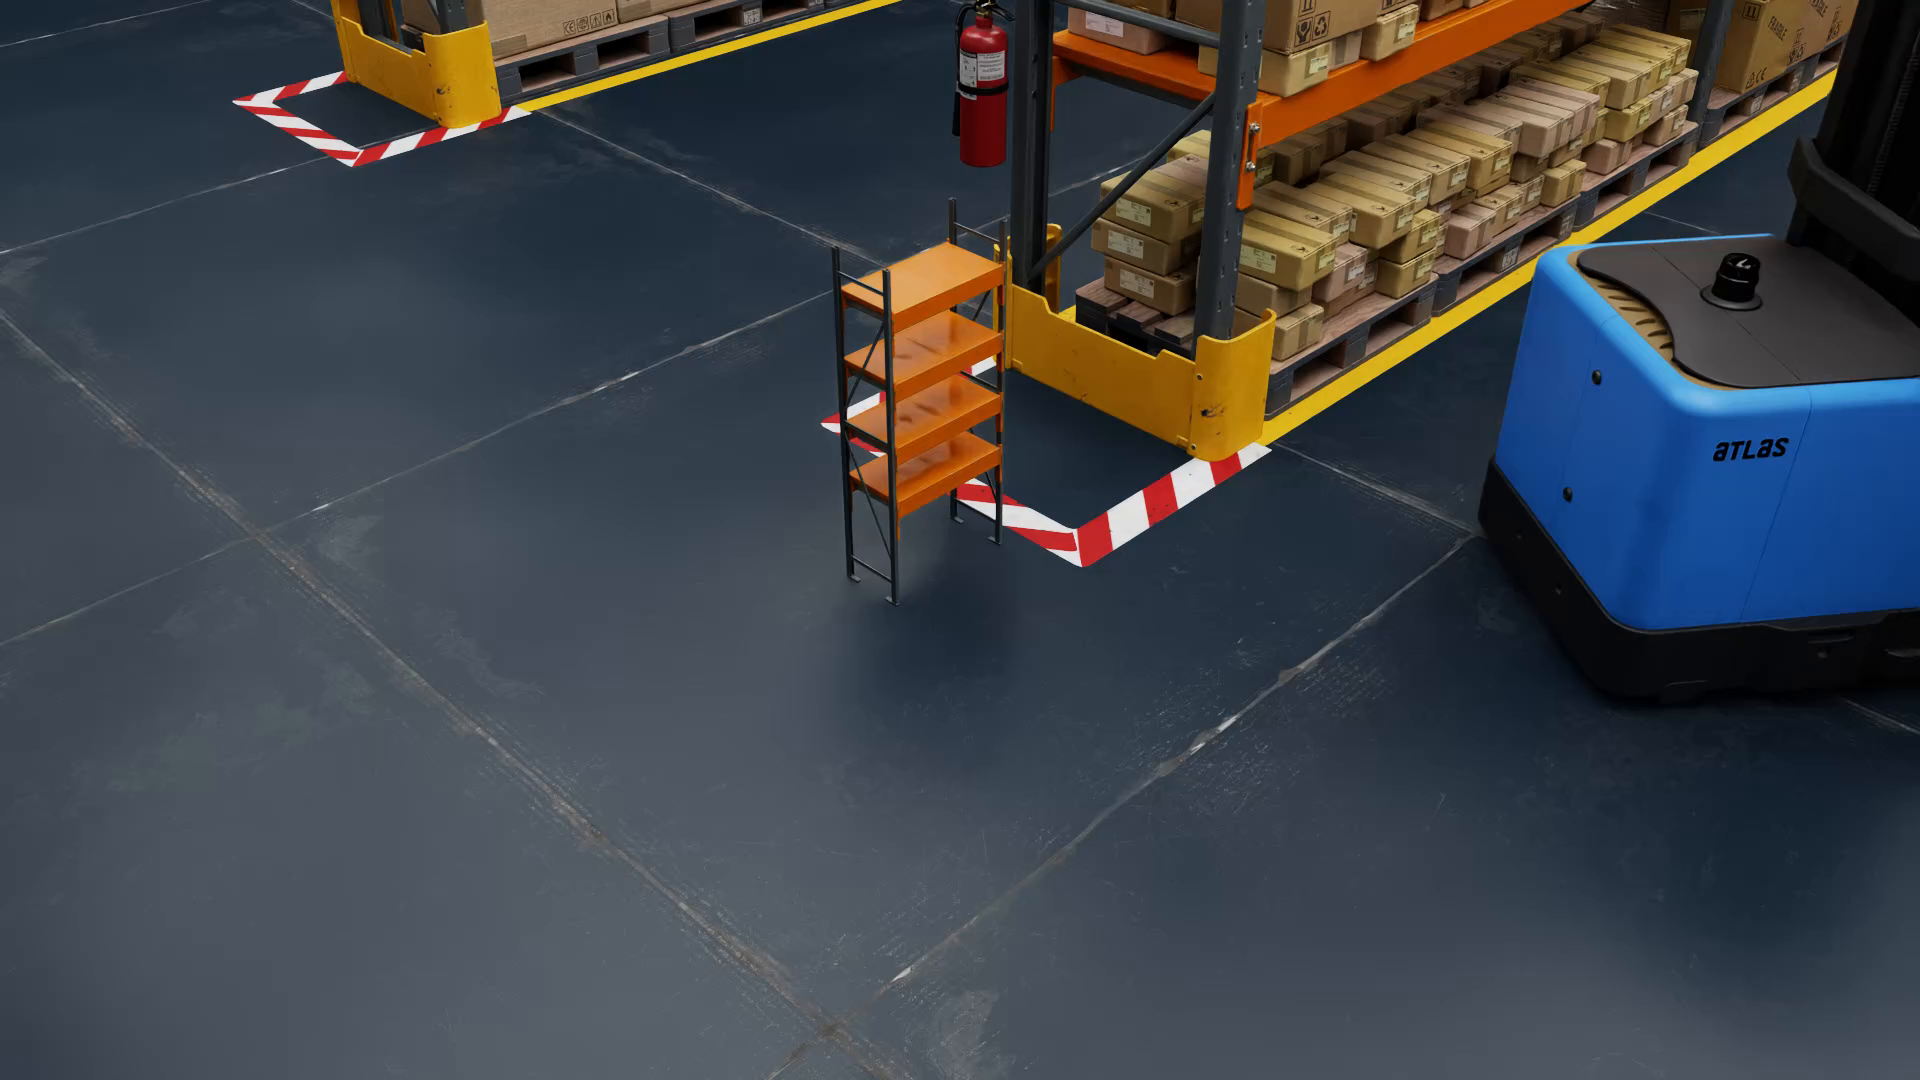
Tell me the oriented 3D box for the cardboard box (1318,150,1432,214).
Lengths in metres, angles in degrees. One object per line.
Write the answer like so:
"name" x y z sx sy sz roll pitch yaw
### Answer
"cardboard box" 1.693 -1.445 6.805 0.380 0.149 0.250 27 43 33

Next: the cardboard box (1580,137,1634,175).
"cardboard box" 2.990 -1.903 7.981 0.380 0.149 0.250 28 44 34

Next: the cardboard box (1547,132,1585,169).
"cardboard box" 2.641 -1.866 7.668 0.250 0.149 0.380 -29 44 -35

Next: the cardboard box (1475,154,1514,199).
"cardboard box" 2.220 -1.674 7.393 0.250 0.149 0.380 -28 43 -34

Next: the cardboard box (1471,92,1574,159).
"cardboard box" 2.475 -1.840 7.371 0.380 0.149 0.250 28 44 34

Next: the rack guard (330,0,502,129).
"rack guard" -3.012 -2.697 9.180 1.175 0.500 0.348 30 45 35

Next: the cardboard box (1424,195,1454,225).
"cardboard box" 1.860 -1.442 7.060 0.380 0.149 0.250 27 43 33

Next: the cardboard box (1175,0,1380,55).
"cardboard box" 1.102 -2.012 5.665 0.500 0.500 0.500 -28 43 -34

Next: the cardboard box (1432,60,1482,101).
"cardboard box" 2.233 -2.196 7.882 0.250 0.149 0.380 -29 44 -35

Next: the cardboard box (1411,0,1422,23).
"cardboard box" 1.513 -2.042 6.275 0.250 0.149 0.380 -28 43 -34

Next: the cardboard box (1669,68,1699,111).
"cardboard box" 3.411 -2.270 8.248 0.250 0.149 0.380 -29 44 -35

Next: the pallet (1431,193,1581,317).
"pallet" 2.100 -1.473 7.678 1.003 0.211 1.213 30 45 35

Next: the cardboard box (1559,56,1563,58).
"cardboard box" 2.925 -2.508 8.589 0.250 0.149 0.380 -28 43 -34

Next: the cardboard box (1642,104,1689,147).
"cardboard box" 3.373 -2.108 8.275 0.250 0.149 0.380 -29 44 -35

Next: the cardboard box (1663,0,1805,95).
"cardboard box" 4.116 -2.741 8.877 0.500 0.500 0.500 -28 44 -34

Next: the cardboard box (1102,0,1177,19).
"cardboard box" 0.723 -2.227 5.973 0.500 0.500 0.500 -29 44 -35

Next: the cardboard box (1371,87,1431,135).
"cardboard box" 1.898 -1.968 7.554 0.250 0.149 0.380 -30 45 -35

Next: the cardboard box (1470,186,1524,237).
"cardboard box" 2.266 -1.498 7.400 0.380 0.149 0.250 30 45 35

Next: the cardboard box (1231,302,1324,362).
"cardboard box" 1.186 -0.864 6.492 0.250 0.149 0.380 -29 44 -35

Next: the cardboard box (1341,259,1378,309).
"cardboard box" 1.482 -1.107 6.840 0.250 0.149 0.380 -29 44 -35

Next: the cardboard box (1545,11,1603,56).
"cardboard box" 3.018 -2.592 8.449 0.250 0.149 0.380 -28 44 -34

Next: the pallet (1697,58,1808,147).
"pallet" 3.955 -2.574 9.257 1.003 0.211 1.213 30 45 35

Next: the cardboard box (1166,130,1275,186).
"cardboard box" 1.092 -1.577 6.994 0.380 0.149 0.250 29 44 34

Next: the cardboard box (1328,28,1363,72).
"cardboard box" 1.200 -1.794 5.920 0.250 0.149 0.380 -28 44 -34

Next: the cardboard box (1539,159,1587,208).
"cardboard box" 2.644 -1.688 7.673 0.380 0.149 0.250 29 44 35

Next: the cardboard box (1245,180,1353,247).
"cardboard box" 1.308 -1.261 6.540 0.250 0.149 0.380 -29 44 -35

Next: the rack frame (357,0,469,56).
"rack frame" -2.995 -3.732 8.478 1.000 3.000 0.127 30 45 35

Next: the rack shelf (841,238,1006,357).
"rack shelf" -0.117 -0.747 5.086 0.258 0.148 0.480 30 45 35

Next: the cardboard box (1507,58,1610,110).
"cardboard box" 2.781 -2.101 7.746 0.250 0.149 0.380 -28 44 -34

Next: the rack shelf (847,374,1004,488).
"rack shelf" -0.117 -0.370 5.349 0.258 0.148 0.480 30 45 35

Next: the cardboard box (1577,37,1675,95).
"cardboard box" 3.190 -2.279 8.001 0.250 0.149 0.380 -29 44 -35

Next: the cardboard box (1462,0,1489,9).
"cardboard box" 1.915 -2.231 6.546 0.380 0.149 0.250 29 44 34

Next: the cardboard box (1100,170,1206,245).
"cardboard box" 0.782 -1.342 6.656 0.250 0.149 0.380 -29 44 -35

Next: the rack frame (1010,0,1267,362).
"rack frame" 0.589 -1.778 5.677 1.000 3.000 0.127 30 45 35

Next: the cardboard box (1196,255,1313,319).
"cardboard box" 1.141 -1.012 6.444 0.250 0.149 0.380 -28 44 -34

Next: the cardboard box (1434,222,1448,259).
"cardboard box" 1.852 -1.309 7.129 0.380 0.149 0.250 30 45 35

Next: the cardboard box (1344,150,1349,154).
"cardboard box" 1.673 -1.755 7.510 0.250 0.149 0.380 -28 43 -34

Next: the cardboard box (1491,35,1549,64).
"cardboard box" 2.638 -2.381 8.148 0.380 0.149 0.250 29 44 35

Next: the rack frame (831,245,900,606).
"rack frame" -0.289 -0.326 5.168 0.240 1.200 0.015 30 45 35

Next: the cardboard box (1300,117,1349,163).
"cardboard box" 1.470 -1.788 7.296 0.250 0.149 0.380 -28 44 -34

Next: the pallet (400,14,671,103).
"pallet" -2.487 -2.944 9.787 1.003 0.211 1.213 30 45 35

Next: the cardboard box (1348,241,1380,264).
"cardboard box" 1.483 -1.235 6.764 0.250 0.149 0.380 -29 44 -35

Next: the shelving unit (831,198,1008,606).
"shelving unit" -0.117 -0.425 5.310 0.258 1.200 0.503 30 45 35

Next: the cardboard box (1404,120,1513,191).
"cardboard box" 2.113 -1.642 7.088 0.250 0.149 0.380 -29 44 -35

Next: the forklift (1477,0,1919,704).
"forklift" 3.341 -1.082 4.740 3.031 2.935 1.130 -4 35 -6

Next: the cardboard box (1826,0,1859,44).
"cardboard box" 4.847 -3.175 9.498 0.500 0.500 0.500 -29 44 -35

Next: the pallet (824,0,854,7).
"pallet" -0.768 -3.934 11.207 1.003 0.211 1.213 30 45 35

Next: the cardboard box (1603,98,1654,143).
"cardboard box" 3.053 -2.040 7.917 0.380 0.149 0.250 28 44 34

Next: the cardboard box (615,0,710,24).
"cardboard box" -1.962 -3.536 10.071 0.875 0.438 0.875 -29 44 -34

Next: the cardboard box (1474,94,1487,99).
"cardboard box" 2.472 -2.147 8.072 0.380 0.149 0.250 27 43 33

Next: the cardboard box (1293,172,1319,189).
"cardboard box" 1.386 -1.511 7.160 0.380 0.149 0.250 29 44 35
